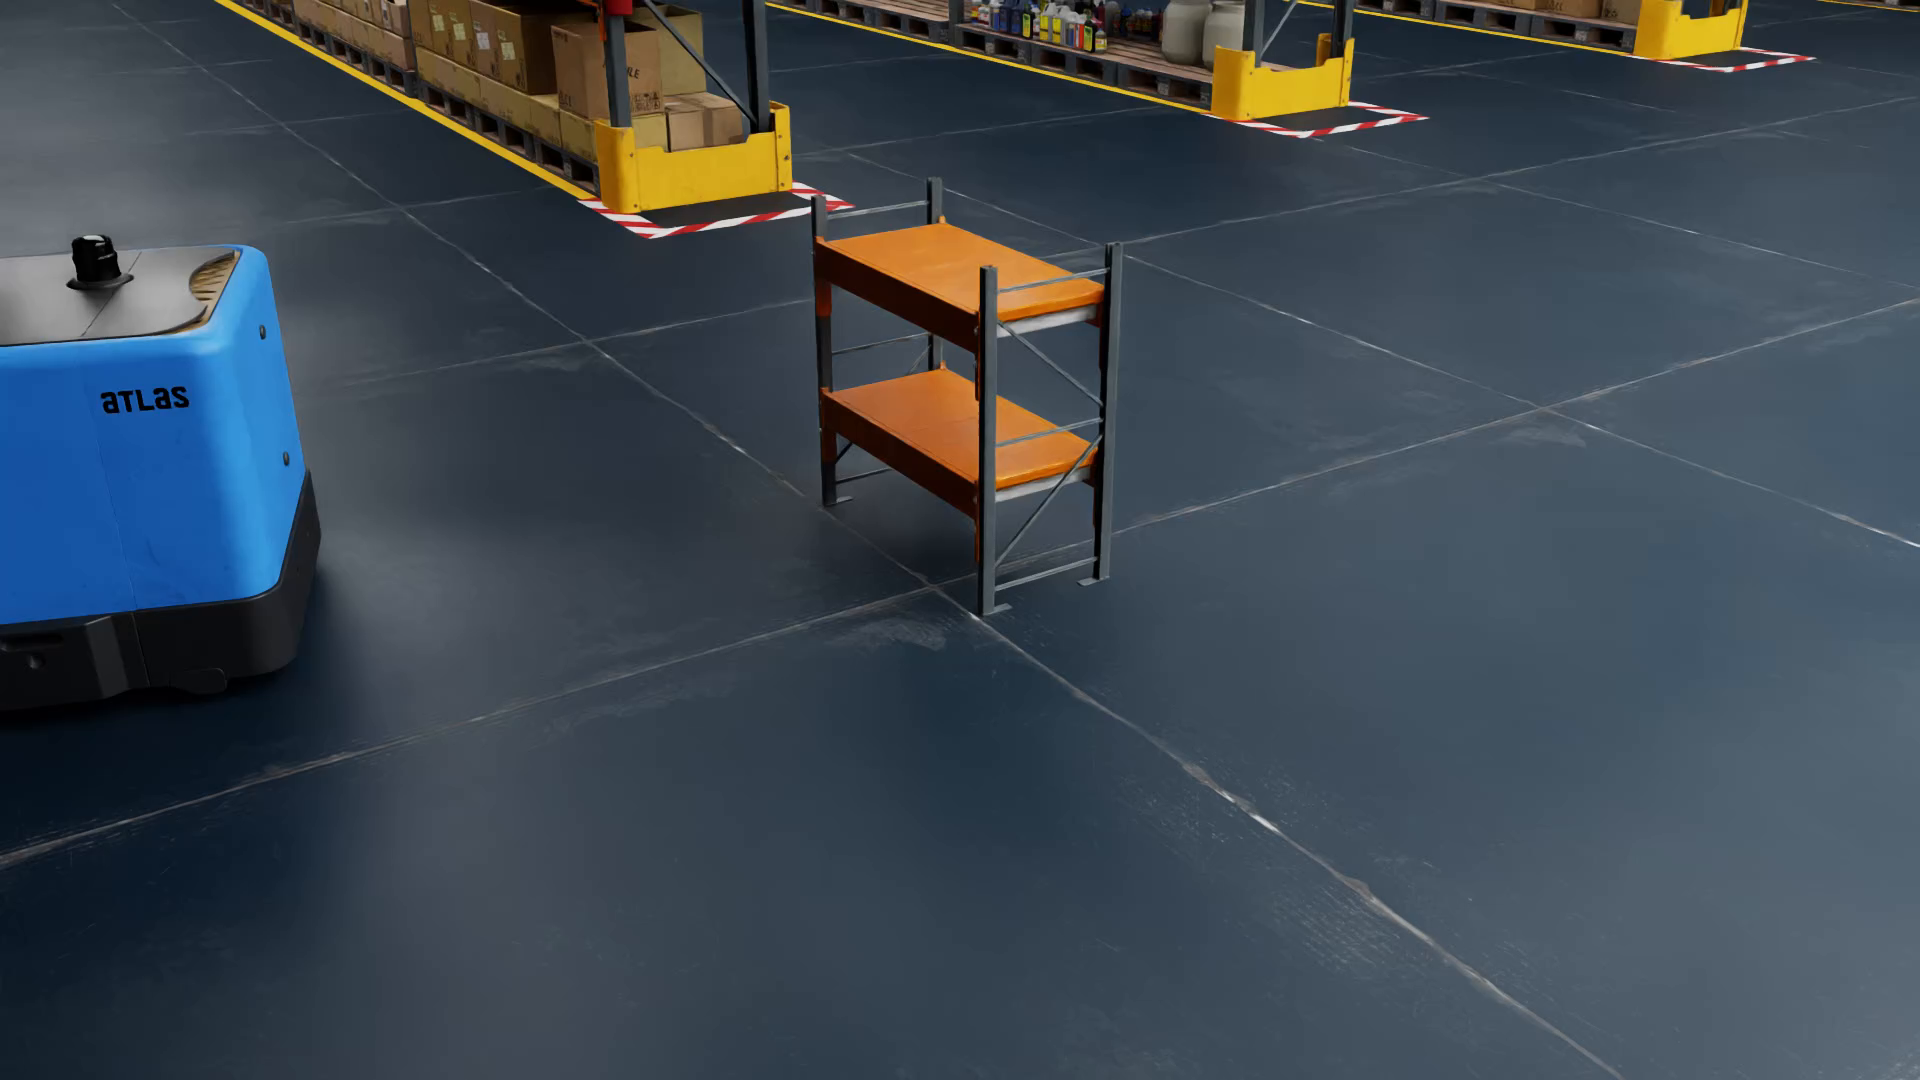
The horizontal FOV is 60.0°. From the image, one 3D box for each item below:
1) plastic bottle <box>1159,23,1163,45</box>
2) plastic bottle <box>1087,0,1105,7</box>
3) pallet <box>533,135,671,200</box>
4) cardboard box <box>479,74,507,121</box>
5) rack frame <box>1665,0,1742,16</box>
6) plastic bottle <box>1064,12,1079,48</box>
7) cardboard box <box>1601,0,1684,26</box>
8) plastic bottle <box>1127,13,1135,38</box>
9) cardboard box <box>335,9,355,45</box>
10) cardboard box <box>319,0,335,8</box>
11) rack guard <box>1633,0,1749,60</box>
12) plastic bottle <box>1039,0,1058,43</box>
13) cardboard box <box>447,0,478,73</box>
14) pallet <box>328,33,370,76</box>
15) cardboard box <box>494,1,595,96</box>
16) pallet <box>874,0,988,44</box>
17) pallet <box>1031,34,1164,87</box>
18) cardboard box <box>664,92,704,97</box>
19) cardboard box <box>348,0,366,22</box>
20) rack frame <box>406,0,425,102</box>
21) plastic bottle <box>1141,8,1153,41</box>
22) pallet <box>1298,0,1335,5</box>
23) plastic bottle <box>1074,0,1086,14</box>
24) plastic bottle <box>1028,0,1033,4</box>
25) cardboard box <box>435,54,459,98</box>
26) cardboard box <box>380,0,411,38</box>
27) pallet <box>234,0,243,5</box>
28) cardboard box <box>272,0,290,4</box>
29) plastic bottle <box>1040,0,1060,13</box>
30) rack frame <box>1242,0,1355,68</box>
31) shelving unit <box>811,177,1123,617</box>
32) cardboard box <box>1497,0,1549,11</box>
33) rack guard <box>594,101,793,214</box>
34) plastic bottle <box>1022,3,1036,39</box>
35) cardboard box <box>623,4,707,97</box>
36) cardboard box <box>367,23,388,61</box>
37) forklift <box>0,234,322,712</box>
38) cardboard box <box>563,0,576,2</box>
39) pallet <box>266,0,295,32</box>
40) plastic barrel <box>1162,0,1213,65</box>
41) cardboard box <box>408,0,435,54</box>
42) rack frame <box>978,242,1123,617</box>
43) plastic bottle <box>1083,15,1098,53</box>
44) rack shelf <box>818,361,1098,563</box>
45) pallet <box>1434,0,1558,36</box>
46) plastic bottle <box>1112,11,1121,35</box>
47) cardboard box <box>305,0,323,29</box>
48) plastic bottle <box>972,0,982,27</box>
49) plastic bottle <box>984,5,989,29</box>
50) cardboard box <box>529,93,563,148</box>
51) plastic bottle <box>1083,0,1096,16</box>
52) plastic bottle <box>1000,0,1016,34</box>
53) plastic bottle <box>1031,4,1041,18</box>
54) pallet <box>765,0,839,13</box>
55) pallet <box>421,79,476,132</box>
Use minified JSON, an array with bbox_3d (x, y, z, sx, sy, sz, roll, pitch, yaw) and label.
[{"bbox_3d":[1.747,-4.327,14.165,0.097,0.201,0.097,0,25,0],"label":"plastic bottle"},{"bbox_3d":[1.223,-4.720,14.823,0.144,0.351,0.185,-16,29,-30],"label":"plastic bottle"},{"bbox_3d":[-2.072,-2.485,10.768,1.003,0.211,1.213,-16,29,-30],"label":"pallet"},{"bbox_3d":[-2.989,-3.086,11.502,0.500,0.250,0.500,-16,29,-30],"label":"cardboard box"},{"bbox_3d":[6.682,-5.790,14.501,1.000,3.000,0.127,-16,29,-30],"label":"rack frame"},{"bbox_3d":[0.972,-4.304,14.028,0.152,0.276,0.135,-16,30,-31],"label":"plastic bottle"},{"bbox_3d":[6.356,-5.077,15.426,0.500,0.500,0.500,-10,27,-20],"label":"cardboard box"},{"bbox_3d":[1.508,-4.484,14.498,0.097,0.201,0.097,0,25,0],"label":"plastic bottle"},{"bbox_3d":[-5.103,-4.487,14.470,0.500,0.250,0.500,-15,29,-29],"label":"cardboard box"},{"bbox_3d":[-5.377,-4.920,14.729,0.500,0.311,0.500,-16,30,-31],"label":"cardboard box"},{"bbox_3d":[6.641,-4.687,15.092,1.175,0.500,0.348,-16,29,-30],"label":"rack guard"},{"bbox_3d":[0.777,-4.462,14.277,0.144,0.351,0.185,-16,30,-30],"label":"plastic bottle"},{"bbox_3d":[-3.266,-3.602,11.718,0.500,0.500,0.500,-16,29,-30],"label":"cardboard box"},{"bbox_3d":[-4.908,-4.344,14.704,1.003,0.211,1.213,-16,29,-30],"label":"pallet"},{"bbox_3d":[-2.720,-3.245,10.961,0.500,0.500,0.500,-16,29,-30],"label":"cardboard box"},{"bbox_3d":[-0.112,-5.077,16.258,1.003,0.211,1.213,-16,29,-30],"label":"pallet"},{"bbox_3d":[1.351,-4.119,14.227,1.003,0.211,1.213,-16,29,-30],"label":"pallet"},{"bbox_3d":[-2.002,-2.851,11.004,0.500,0.250,0.500,-16,29,-30],"label":"cardboard box"},{"bbox_3d":[-4.824,-4.555,13.958,0.500,0.311,0.500,-16,29,-30],"label":"cardboard box"},{"bbox_3d":[-3.803,-4.913,12.644,1.000,3.000,0.127,-16,29,-30],"label":"rack frame"},{"bbox_3d":[1.617,-4.445,14.332,0.097,0.271,0.097,0,25,0],"label":"plastic bottle"},{"bbox_3d":[4.073,-6.238,18.716,1.003,0.211,1.213,-16,29,-30],"label":"pallet"},{"bbox_3d":[1.047,-4.836,15.067,0.144,0.351,0.185,-17,30,-32],"label":"plastic bottle"},{"bbox_3d":[0.563,-4.716,14.813,0.144,0.351,0.185,-16,29,-30],"label":"plastic bottle"},{"bbox_3d":[-3.535,-3.443,12.259,0.500,0.250,0.500,-16,29,-30],"label":"cardboard box"},{"bbox_3d":[-4.264,-4.191,13.187,0.500,0.311,0.500,-16,29,-30],"label":"cardboard box"},{"bbox_3d":[-7.695,-6.232,18.703,1.003,0.211,1.213,-16,29,-30],"label":"pallet"},{"bbox_3d":[-6.694,-5.692,16.707,0.500,0.500,0.500,-14,29,-28],"label":"cardboard box"},{"bbox_3d":[0.821,-4.871,15.141,0.144,0.351,0.185,-16,29,-30],"label":"plastic bottle"},{"bbox_3d":[2.533,-4.636,12.056,1.000,3.000,0.127,-16,29,-30],"label":"rack frame"},{"bbox_3d":[-0.004,-0.511,5.515,0.538,1.125,1.048,-16,29,-30],"label":"shelving unit"},{"bbox_3d":[5.675,-5.511,16.346,0.500,0.500,0.500,-13,28,-25],"label":"cardboard box"},{"bbox_3d":[-1.606,-2.344,10.129,1.175,0.500,0.348,-16,29,-30],"label":"rack guard"},{"bbox_3d":[0.600,-4.515,14.468,0.061,0.283,0.133,-14,29,-27],"label":"plastic bottle"},{"bbox_3d":[-2.000,-3.190,10.845,0.500,0.500,0.500,-16,29,-30],"label":"cardboard box"},{"bbox_3d":[-4.547,-4.122,13.697,0.500,0.250,0.500,-16,30,-30],"label":"cardboard box"},{"bbox_3d":[-3.515,-0.938,4.303,3.031,2.935,1.130,-6,26,-13],"label":"forklift"},{"bbox_3d":[-2.543,-3.549,11.605,0.500,0.500,0.500,-16,29,-30],"label":"cardboard box"},{"bbox_3d":[-6.363,-5.359,16.855,1.003,0.211,1.213,-16,29,-30],"label":"pallet"},{"bbox_3d":[1.836,-4.097,13.338,0.421,0.512,0.421,0,25,0],"label":"plastic barrel"},{"bbox_3d":[-3.812,-3.960,12.476,0.500,0.500,0.500,-16,29,-30],"label":"cardboard box"},{"bbox_3d":[0.274,-0.329,5.130,0.500,1.125,0.032,-16,29,-30],"label":"rack frame"},{"bbox_3d":[1.084,-4.199,13.797,0.061,0.283,0.133,-15,29,-28],"label":"plastic bottle"},{"bbox_3d":[-0.004,-0.290,5.619,0.538,0.278,1.000,-16,29,-30],"label":"rack shelf"},{"bbox_3d":[5.565,-5.291,16.710,1.003,0.211,1.213,-16,29,-30],"label":"pallet"},{"bbox_3d":[1.396,-4.558,14.653,0.097,0.201,0.097,0,25,0],"label":"plastic bottle"},{"bbox_3d":[-5.672,-4.855,15.250,0.500,0.250,0.500,-16,30,-31],"label":"cardboard box"},{"bbox_3d":[0.156,-4.815,15.117,0.097,0.271,0.097,0,25,0],"label":"plastic bottle"},{"bbox_3d":[0.267,-4.711,14.978,0.097,0.201,0.097,0,25,0],"label":"plastic bottle"},{"bbox_3d":[-2.443,-2.728,10.744,0.500,0.250,0.500,-16,29,-30],"label":"cardboard box"},{"bbox_3d":[1.151,-4.657,14.767,0.061,0.283,0.133,-16,29,-30],"label":"plastic bottle"},{"bbox_3d":[0.442,-4.682,14.742,0.144,0.351,0.185,-15,29,-28],"label":"plastic bottle"},{"bbox_3d":[0.657,-4.535,14.523,0.097,0.271,0.097,0,25,0],"label":"plastic bottle"},{"bbox_3d":[-1.444,-5.950,18.107,1.003,0.211,1.213,-16,29,-30],"label":"pallet"},{"bbox_3d":[-3.404,-3.358,12.616,1.003,0.211,1.213,-16,29,-30],"label":"pallet"}]
